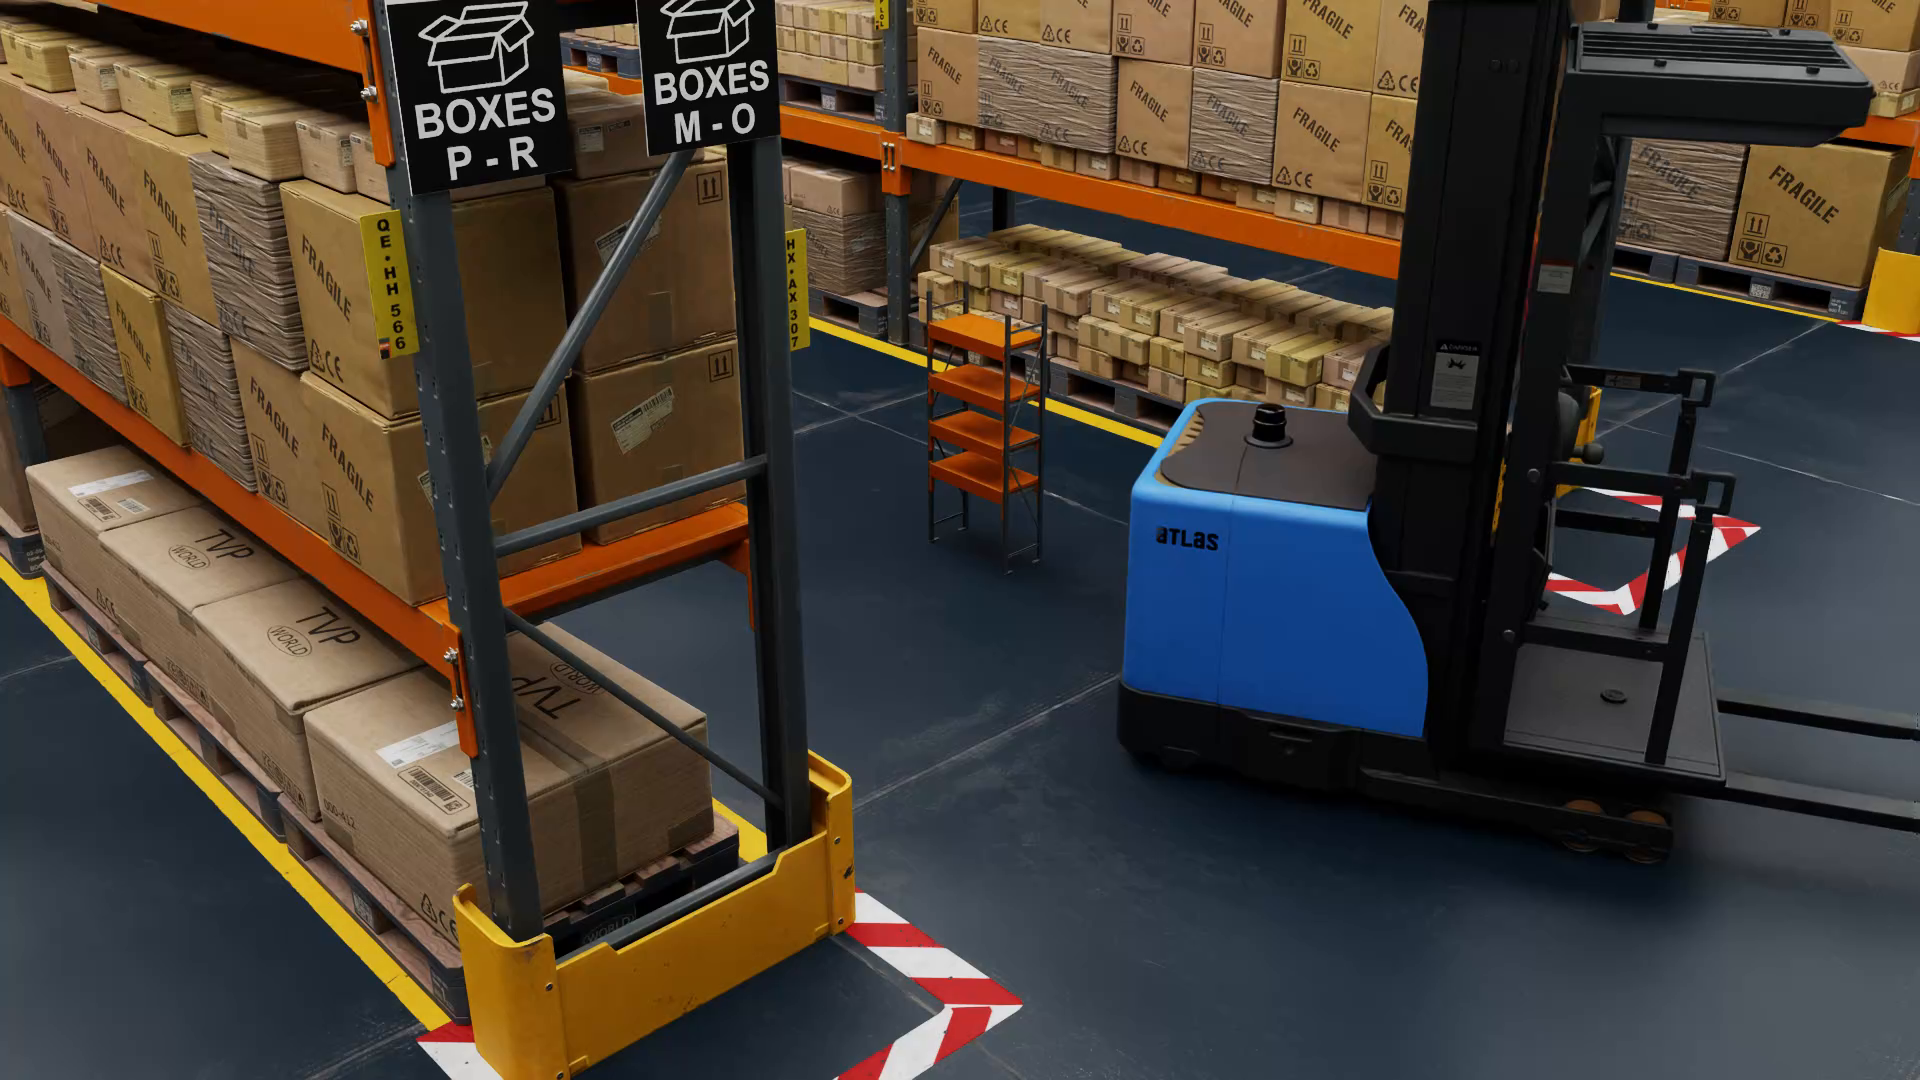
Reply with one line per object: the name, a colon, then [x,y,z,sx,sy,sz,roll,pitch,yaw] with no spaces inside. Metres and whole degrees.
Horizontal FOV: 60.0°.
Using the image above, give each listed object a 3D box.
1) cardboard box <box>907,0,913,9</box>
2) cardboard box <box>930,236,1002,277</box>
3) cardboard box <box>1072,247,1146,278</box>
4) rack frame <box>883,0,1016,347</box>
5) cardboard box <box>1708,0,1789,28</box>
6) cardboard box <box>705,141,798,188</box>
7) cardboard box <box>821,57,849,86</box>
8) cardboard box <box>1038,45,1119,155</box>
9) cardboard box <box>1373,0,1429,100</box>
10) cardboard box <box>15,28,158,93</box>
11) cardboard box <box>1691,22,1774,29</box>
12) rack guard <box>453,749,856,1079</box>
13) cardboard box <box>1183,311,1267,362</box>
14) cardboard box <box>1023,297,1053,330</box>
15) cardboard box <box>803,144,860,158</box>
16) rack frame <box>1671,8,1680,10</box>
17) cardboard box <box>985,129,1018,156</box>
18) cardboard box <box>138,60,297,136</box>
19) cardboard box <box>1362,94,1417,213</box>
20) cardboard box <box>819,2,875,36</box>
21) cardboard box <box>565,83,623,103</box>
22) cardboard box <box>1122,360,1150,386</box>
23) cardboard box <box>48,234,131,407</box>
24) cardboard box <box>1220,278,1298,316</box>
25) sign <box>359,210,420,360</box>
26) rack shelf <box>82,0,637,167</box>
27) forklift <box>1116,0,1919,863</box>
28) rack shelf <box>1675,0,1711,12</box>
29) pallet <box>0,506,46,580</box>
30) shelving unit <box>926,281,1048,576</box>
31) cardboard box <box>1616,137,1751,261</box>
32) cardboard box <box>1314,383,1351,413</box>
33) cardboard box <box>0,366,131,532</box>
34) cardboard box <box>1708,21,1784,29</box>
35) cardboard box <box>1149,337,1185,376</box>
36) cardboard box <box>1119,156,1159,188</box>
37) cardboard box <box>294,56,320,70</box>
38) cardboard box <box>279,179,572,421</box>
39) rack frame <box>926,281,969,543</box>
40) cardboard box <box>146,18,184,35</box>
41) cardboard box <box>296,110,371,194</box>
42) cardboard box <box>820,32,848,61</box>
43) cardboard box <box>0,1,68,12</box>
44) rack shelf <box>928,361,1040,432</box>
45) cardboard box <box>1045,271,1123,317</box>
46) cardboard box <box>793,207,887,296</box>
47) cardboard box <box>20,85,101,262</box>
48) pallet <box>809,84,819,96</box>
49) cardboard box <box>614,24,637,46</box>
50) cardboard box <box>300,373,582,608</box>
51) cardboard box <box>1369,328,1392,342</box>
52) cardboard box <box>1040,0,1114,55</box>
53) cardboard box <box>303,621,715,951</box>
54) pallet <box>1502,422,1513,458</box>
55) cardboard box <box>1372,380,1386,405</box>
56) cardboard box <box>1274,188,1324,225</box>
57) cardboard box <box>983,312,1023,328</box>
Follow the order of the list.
cardboard box: [-0.176,-3.408,10.685,0.380,0.149,0.250,-20,31,-37]
cardboard box: [0.037,-1.729,10.138,0.380,0.149,0.250,-20,31,-36]
cardboard box: [0.885,-1.618,9.895,0.380,0.149,0.250,-20,31,-37]
rack frame: [-0.047,-2.728,10.115,1.000,3.000,0.127,-21,32,-38]
cardboard box: [5.545,-3.829,11.448,0.500,0.500,0.500,-22,33,-40]
cardboard box: [-1.454,-2.592,11.420,0.500,0.250,0.500,22,33,39]
cardboard box: [-0.641,-2.947,10.393,0.380,0.149,0.250,-21,32,-38]
cardboard box: [0.769,-2.376,8.866,0.500,0.500,0.500,-22,33,-39]
cardboard box: [2.193,-2.220,7.318,0.500,0.500,0.500,-22,33,-39]
cardboard box: [-2.887,-1.599,5.534,0.380,0.149,0.250,-22,33,-40]
cardboard box: [5.157,-3.339,11.277,0.500,0.250,0.500,22,33,40]
rack guard: [-0.841,1.064,4.816,1.175,0.500,0.348,-21,32,-38]
cardboard box: [1.386,-1.066,8.684,0.380,0.149,0.250,-20,31,-37]
cardboard box: [0.581,-1.359,9.685,0.250,0.149,0.380,22,32,39]
cardboard box: [-0.725,-2.582,11.398,0.500,0.250,0.500,-20,31,-37]
rack frame: [7.258,-5.509,16.212,1.000,3.000,0.127,-21,32,-38]
cardboard box: [0.359,-2.312,9.506,0.250,0.149,0.380,22,33,39]
cardboard box: [-2.161,-1.299,4.877,0.380,0.149,0.250,-20,31,-37]
cardboard box: [2.192,-1.760,7.514,0.500,0.500,0.500,-20,32,-37]
cardboard box: [-0.648,-3.222,10.280,0.380,0.149,0.250,-22,33,-40]
cardboard box: [-1.129,-1.122,4.488,0.380,0.149,0.250,-20,31,-37]
cardboard box: [1.119,-0.981,9.215,0.380,0.149,0.250,-20,31,-37]
cardboard box: [-2.786,-0.816,5.803,0.500,0.500,0.500,-21,32,-38]
cardboard box: [1.663,-1.329,9.261,0.380,0.149,0.250,-21,32,-38]
sign: [-1.263,-0.566,3.696,0.100,0.325,0.005,-21,32,-38]
rack shelf: [-2.224,-1.724,5.168,1.077,0.370,4.000,-21,32,-38]
forklift: [2.139,-0.526,5.372,3.031,2.935,1.130,8,26,18]
rack shelf: [8.625,-4.576,15.033,1.077,0.370,4.000,-21,32,-38]
pallet: [-4.174,-0.236,8.014,1.003,0.211,1.213,-21,32,-38]
shelving unit: [0.113,-0.496,7.391,0.258,1.200,0.503,-21,32,-38]
cardboard box: [5.259,-2.563,11.809,0.875,0.875,0.875,-21,32,-38]
cardboard box: [1.978,-0.719,8.281,0.380,0.149,0.250,-22,33,-40]
cardboard box: [-4.074,-0.682,7.686,0.875,0.875,0.875,-20,31,-37]
cardboard box: [5.545,-3.490,11.609,0.500,0.250,0.500,23,33,40]
cardboard box: [1.236,-1.017,8.936,0.380,0.149,0.250,-19,31,-36]
cardboard box: [1.060,-1.981,8.782,0.380,0.149,0.250,-20,31,-37]
cardboard box: [-1.927,-1.544,5.414,0.380,0.149,0.250,-22,33,-40]
cardboard box: [-1.361,-0.660,4.257,0.500,0.500,0.500,-20,31,-37]
rack frame: [-0.054,-0.570,7.553,0.240,1.200,0.015,-21,32,-38]
cardboard box: [-2.698,-1.825,6.029,0.380,0.149,0.250,-22,32,-39]
cardboard box: [-1.440,-0.998,4.218,0.380,0.149,0.250,-21,32,-38]
cardboard box: [-0.644,-3.084,10.334,0.380,0.149,0.250,-21,32,-38]
cardboard box: [-3.565,-1.919,6.236,0.380,0.149,0.250,-22,32,-39]
rack shelf: [0.113,-0.638,7.326,0.258,0.148,0.480,-21,32,-38]
cardboard box: [0.700,-1.393,9.402,0.380,0.149,0.250,-20,31,-37]
cardboard box: [-0.737,-1.934,10.881,0.500,0.500,0.500,-22,32,-39]
cardboard box: [-2.760,-1.267,5.588,0.500,0.500,0.500,-21,32,-38]
pallet: [-1.398,-3.264,11.522,1.003,0.211,1.213,-21,32,-38]
cardboard box: [-2.255,-3.660,11.957,0.380,0.149,0.250,-19,31,-36]
cardboard box: [-1.380,-0.197,4.448,0.500,0.500,0.500,-21,32,-38]
cardboard box: [2.300,-0.985,8.507,0.380,0.149,0.250,-21,32,-38]
cardboard box: [0.771,-2.843,8.685,0.500,0.500,0.500,-21,32,-38]
cardboard box: [-1.381,0.722,5.134,0.875,0.438,0.875,22,33,40]
pallet: [2.105,-0.526,8.649,1.003,0.211,1.213,-21,32,-38]
cardboard box: [2.140,-0.769,8.034,0.380,0.149,0.250,-21,32,-38]
cardboard box: [1.741,-1.648,8.052,0.380,0.149,0.250,-20,31,-37]
cardboard box: [0.357,-1.279,9.868,0.380,0.149,0.250,-21,32,-39]
